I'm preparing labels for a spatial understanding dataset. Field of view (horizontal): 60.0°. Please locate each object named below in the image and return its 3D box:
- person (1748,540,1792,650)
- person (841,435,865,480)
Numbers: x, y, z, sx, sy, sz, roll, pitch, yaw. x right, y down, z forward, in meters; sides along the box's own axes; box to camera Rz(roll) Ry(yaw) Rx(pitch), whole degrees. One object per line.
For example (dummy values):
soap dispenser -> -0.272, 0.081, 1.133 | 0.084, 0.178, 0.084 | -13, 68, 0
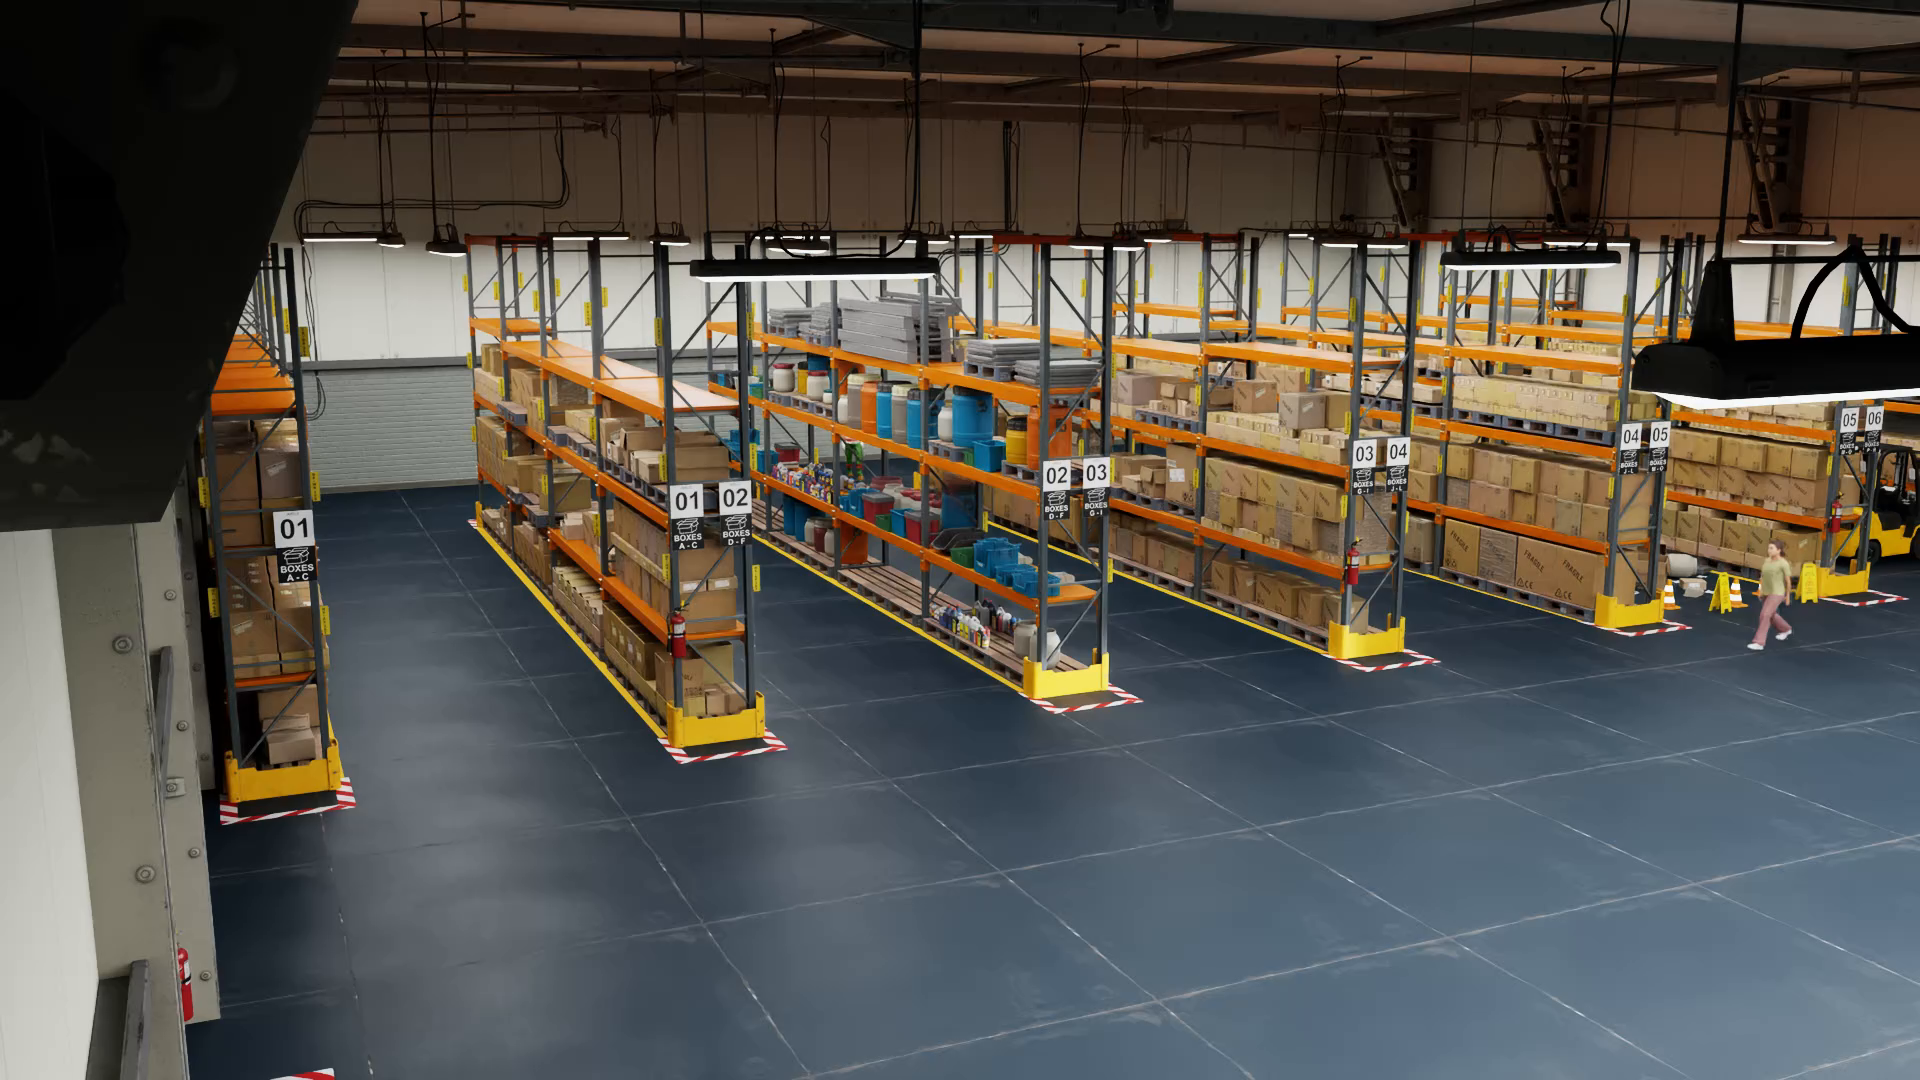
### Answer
person -> 12.105, 0.797, 24.693 | 1.002, 1.628, 0.448 | -5, 12, -22
person -> -2.597, -2.360, 40.573 | 0.594, 1.726, 0.988 | -2, 11, -11
